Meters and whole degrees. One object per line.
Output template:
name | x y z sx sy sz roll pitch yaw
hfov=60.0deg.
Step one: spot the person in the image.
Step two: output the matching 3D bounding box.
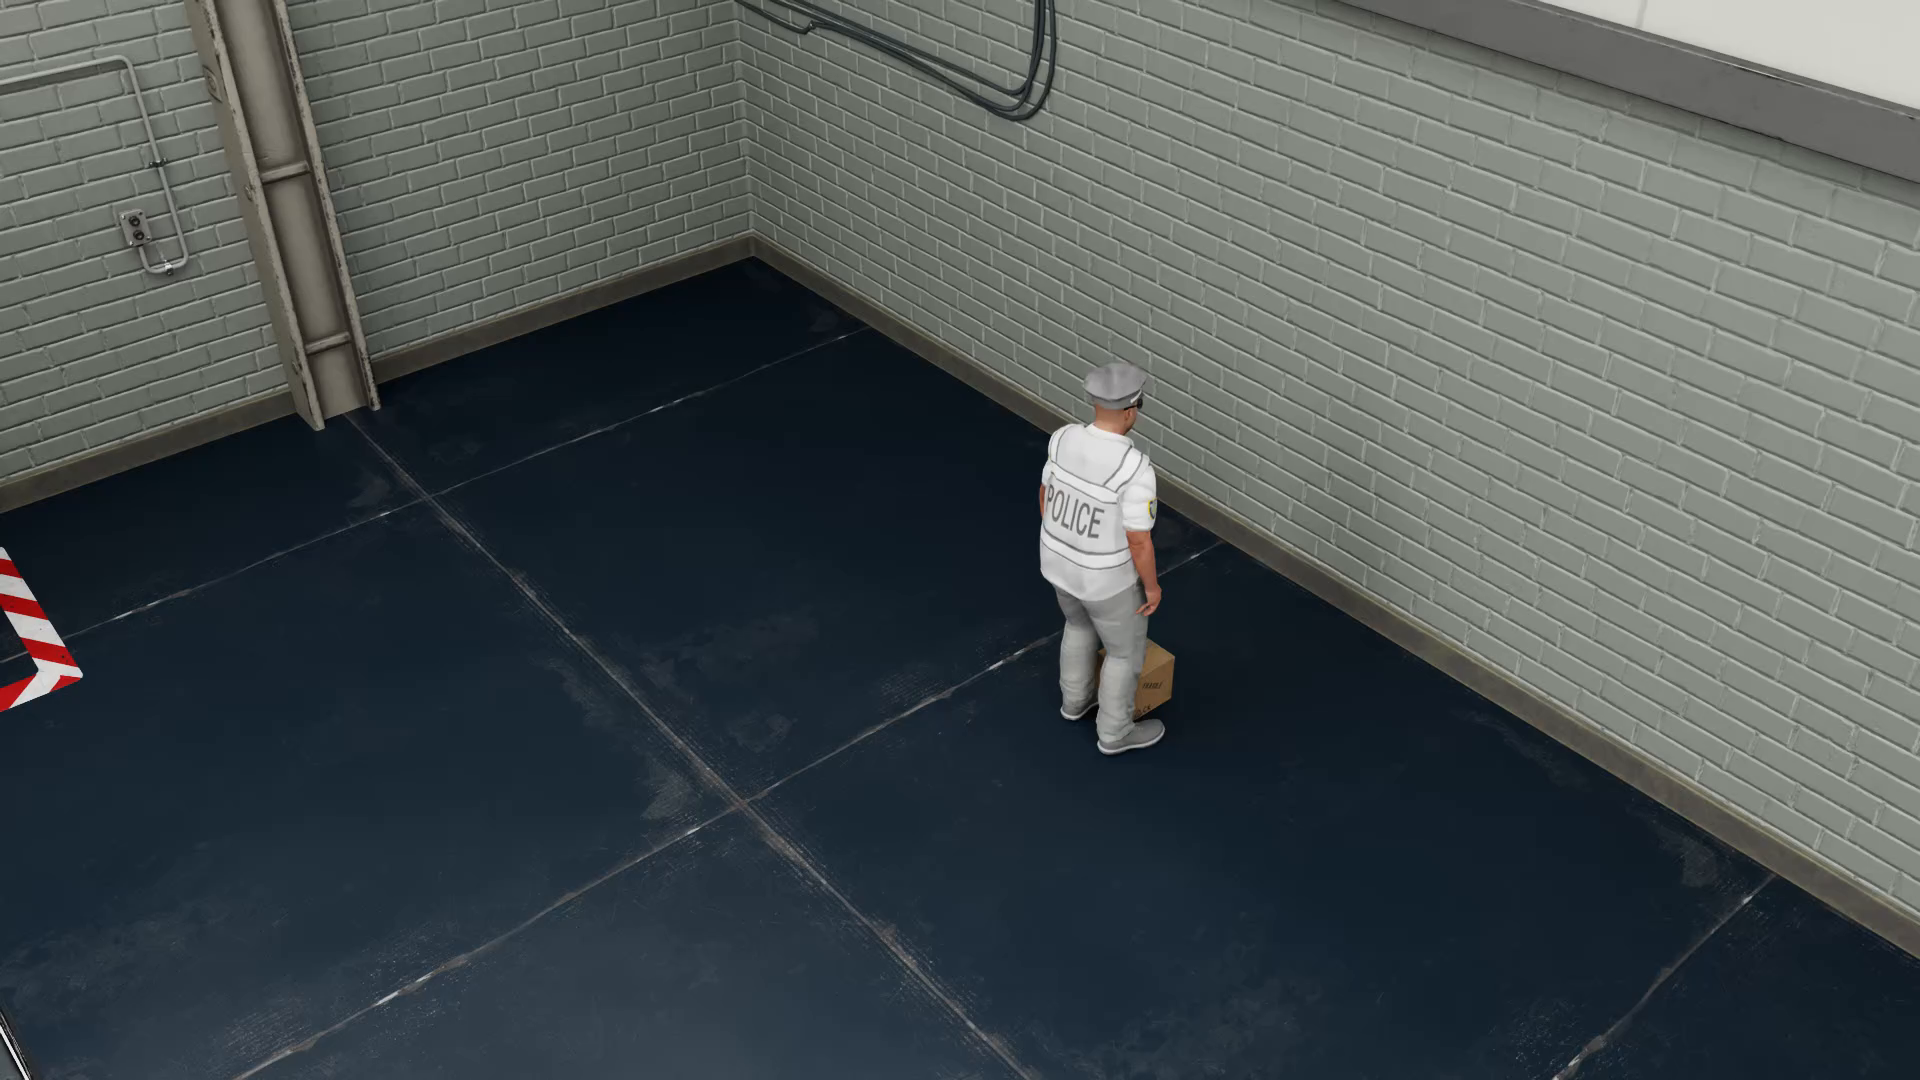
person | 0.590 0.099 6.935 0.479 1.747 0.605 -29 45 -34
